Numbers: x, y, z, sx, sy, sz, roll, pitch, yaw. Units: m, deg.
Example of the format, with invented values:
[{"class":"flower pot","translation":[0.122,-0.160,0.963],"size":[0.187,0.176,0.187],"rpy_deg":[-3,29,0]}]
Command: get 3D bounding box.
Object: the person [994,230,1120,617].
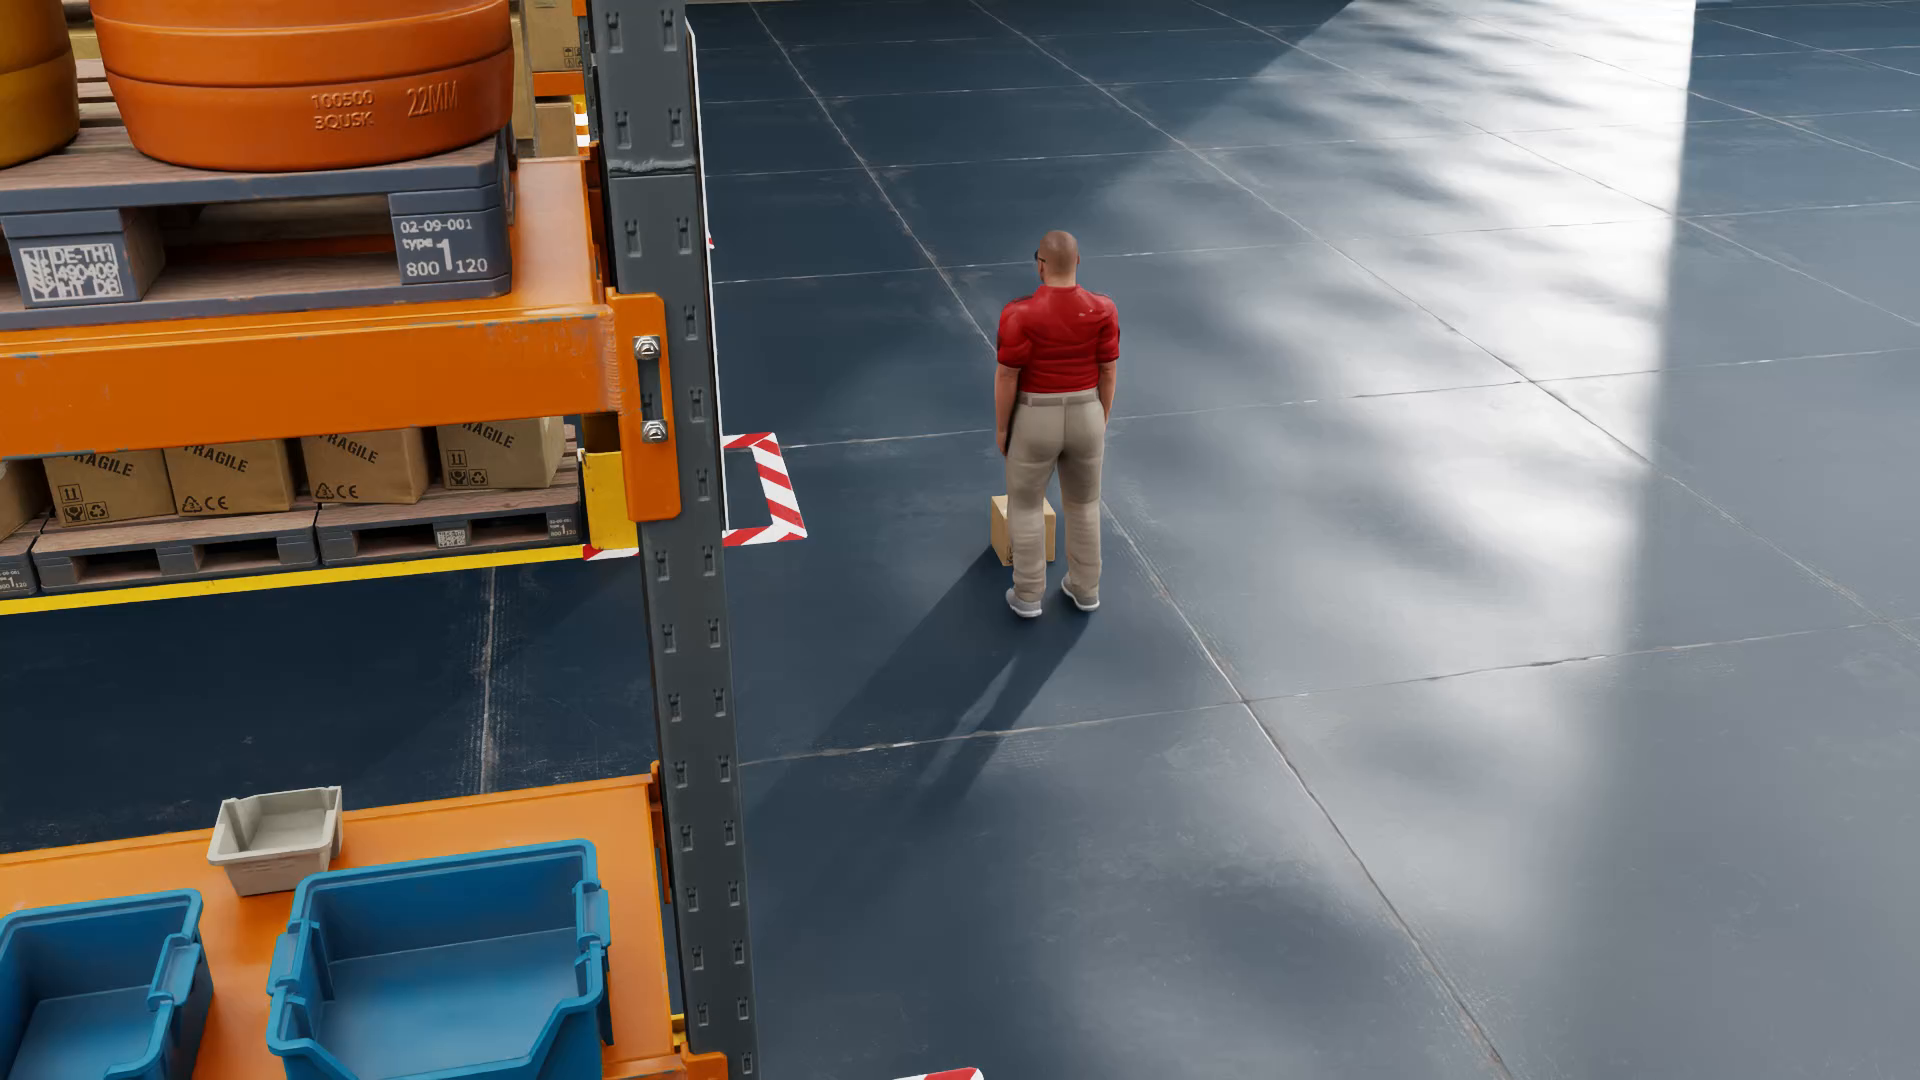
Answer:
[{"class":"person","translation":[0.394,-0.483,7.139],"size":[0.527,1.748,0.365],"rpy_deg":[-5,27,-10]}]
